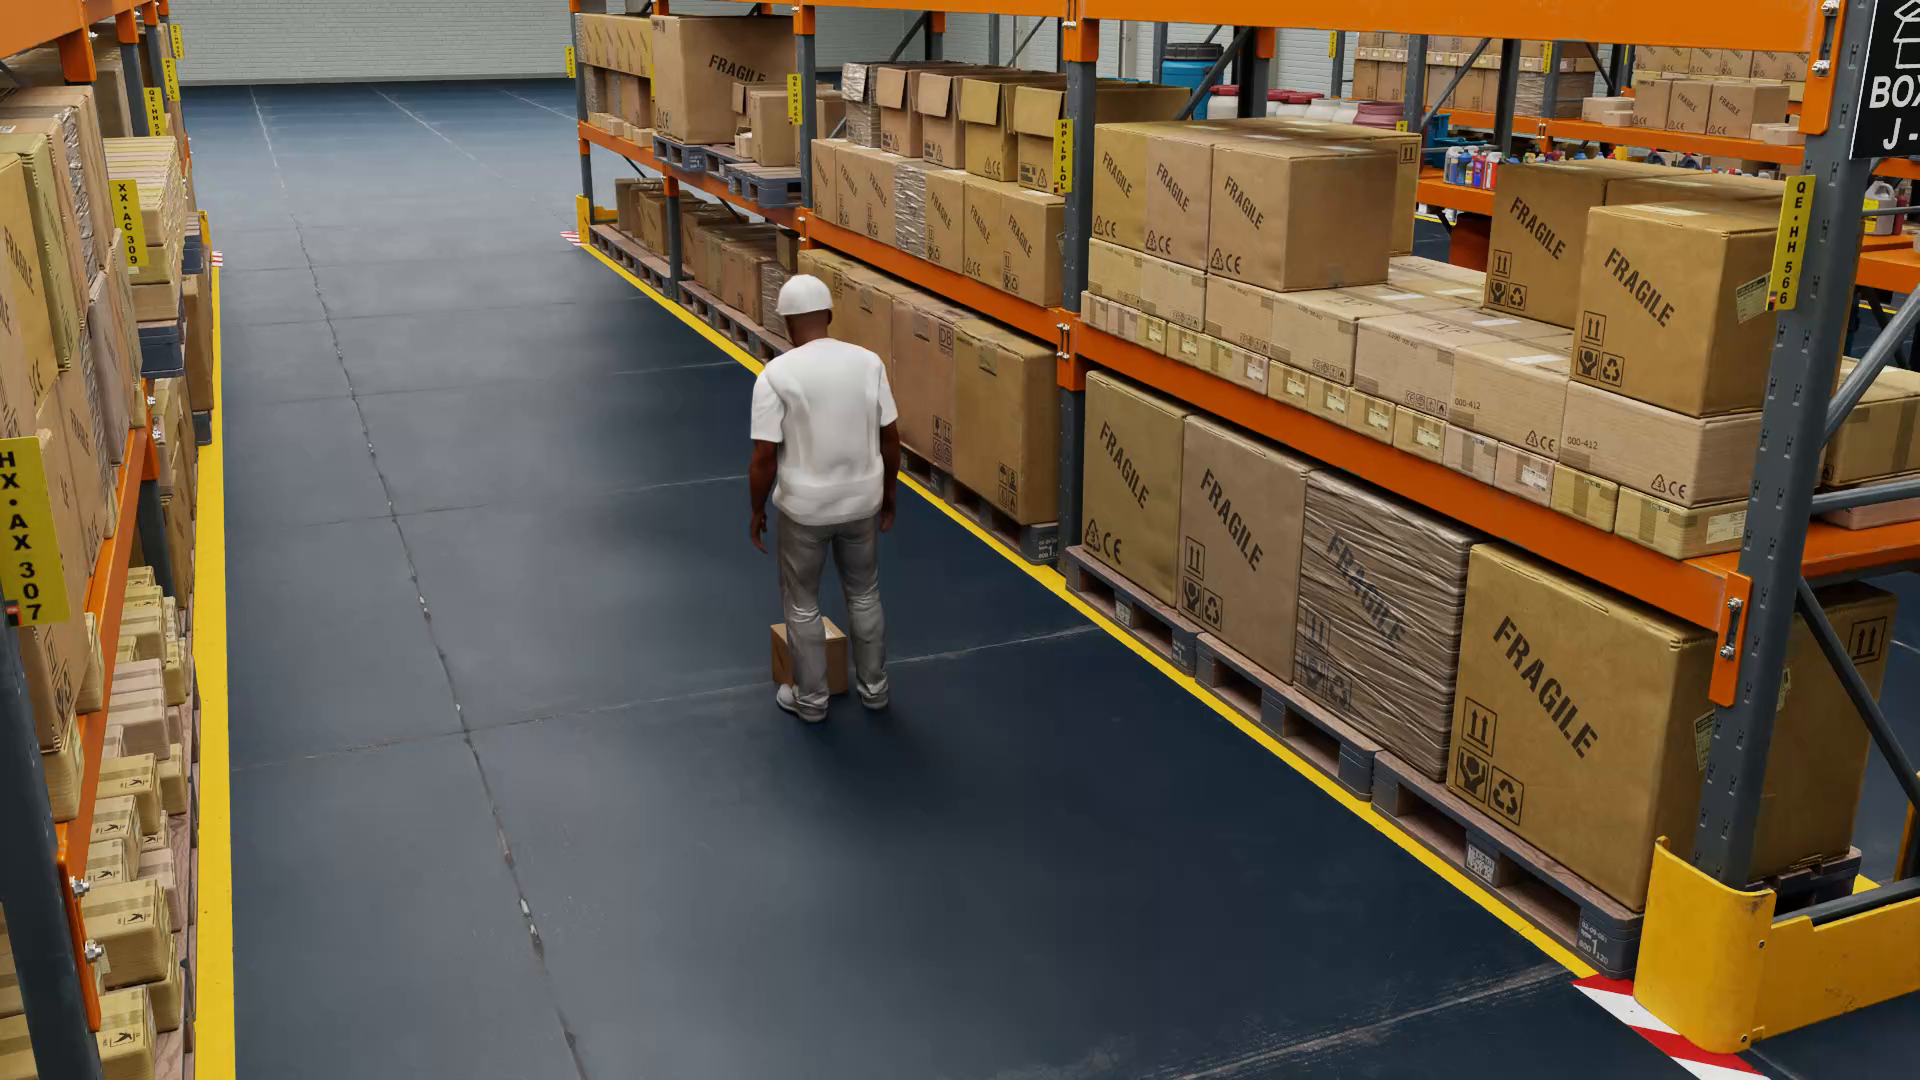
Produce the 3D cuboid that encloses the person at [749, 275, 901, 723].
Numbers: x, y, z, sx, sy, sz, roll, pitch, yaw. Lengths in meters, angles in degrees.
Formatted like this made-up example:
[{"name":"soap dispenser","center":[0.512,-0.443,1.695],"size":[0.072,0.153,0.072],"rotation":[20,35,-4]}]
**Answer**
[{"name":"person","center":[-0.532,-0.153,6.487],"size":[0.628,1.759,0.461],"rotation":[-9,21,-25]}]
